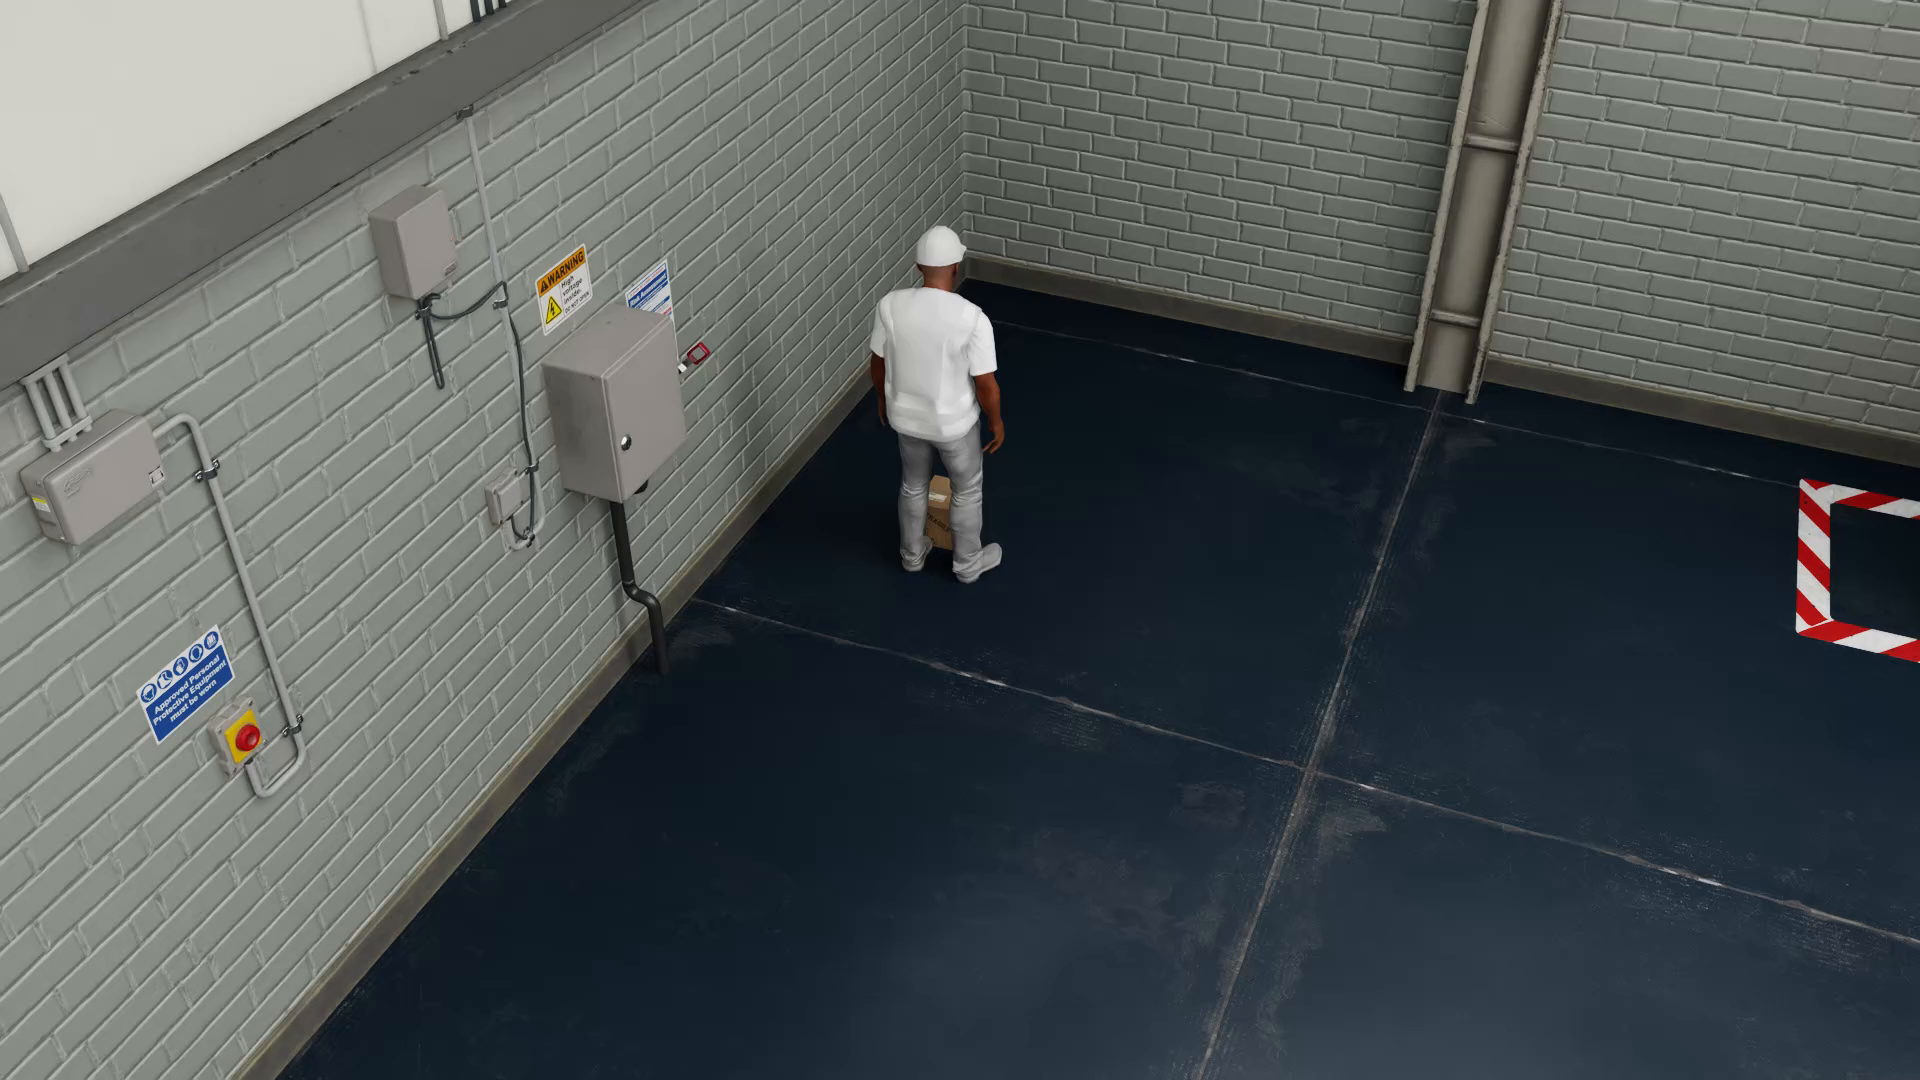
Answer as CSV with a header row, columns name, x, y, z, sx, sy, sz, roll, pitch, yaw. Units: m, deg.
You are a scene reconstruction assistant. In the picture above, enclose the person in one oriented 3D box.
name,x,y,z,sx,sy,sz,roll,pitch,yaw
person,-0.096,-0.591,7.581,0.627,1.760,0.459,14,40,18
